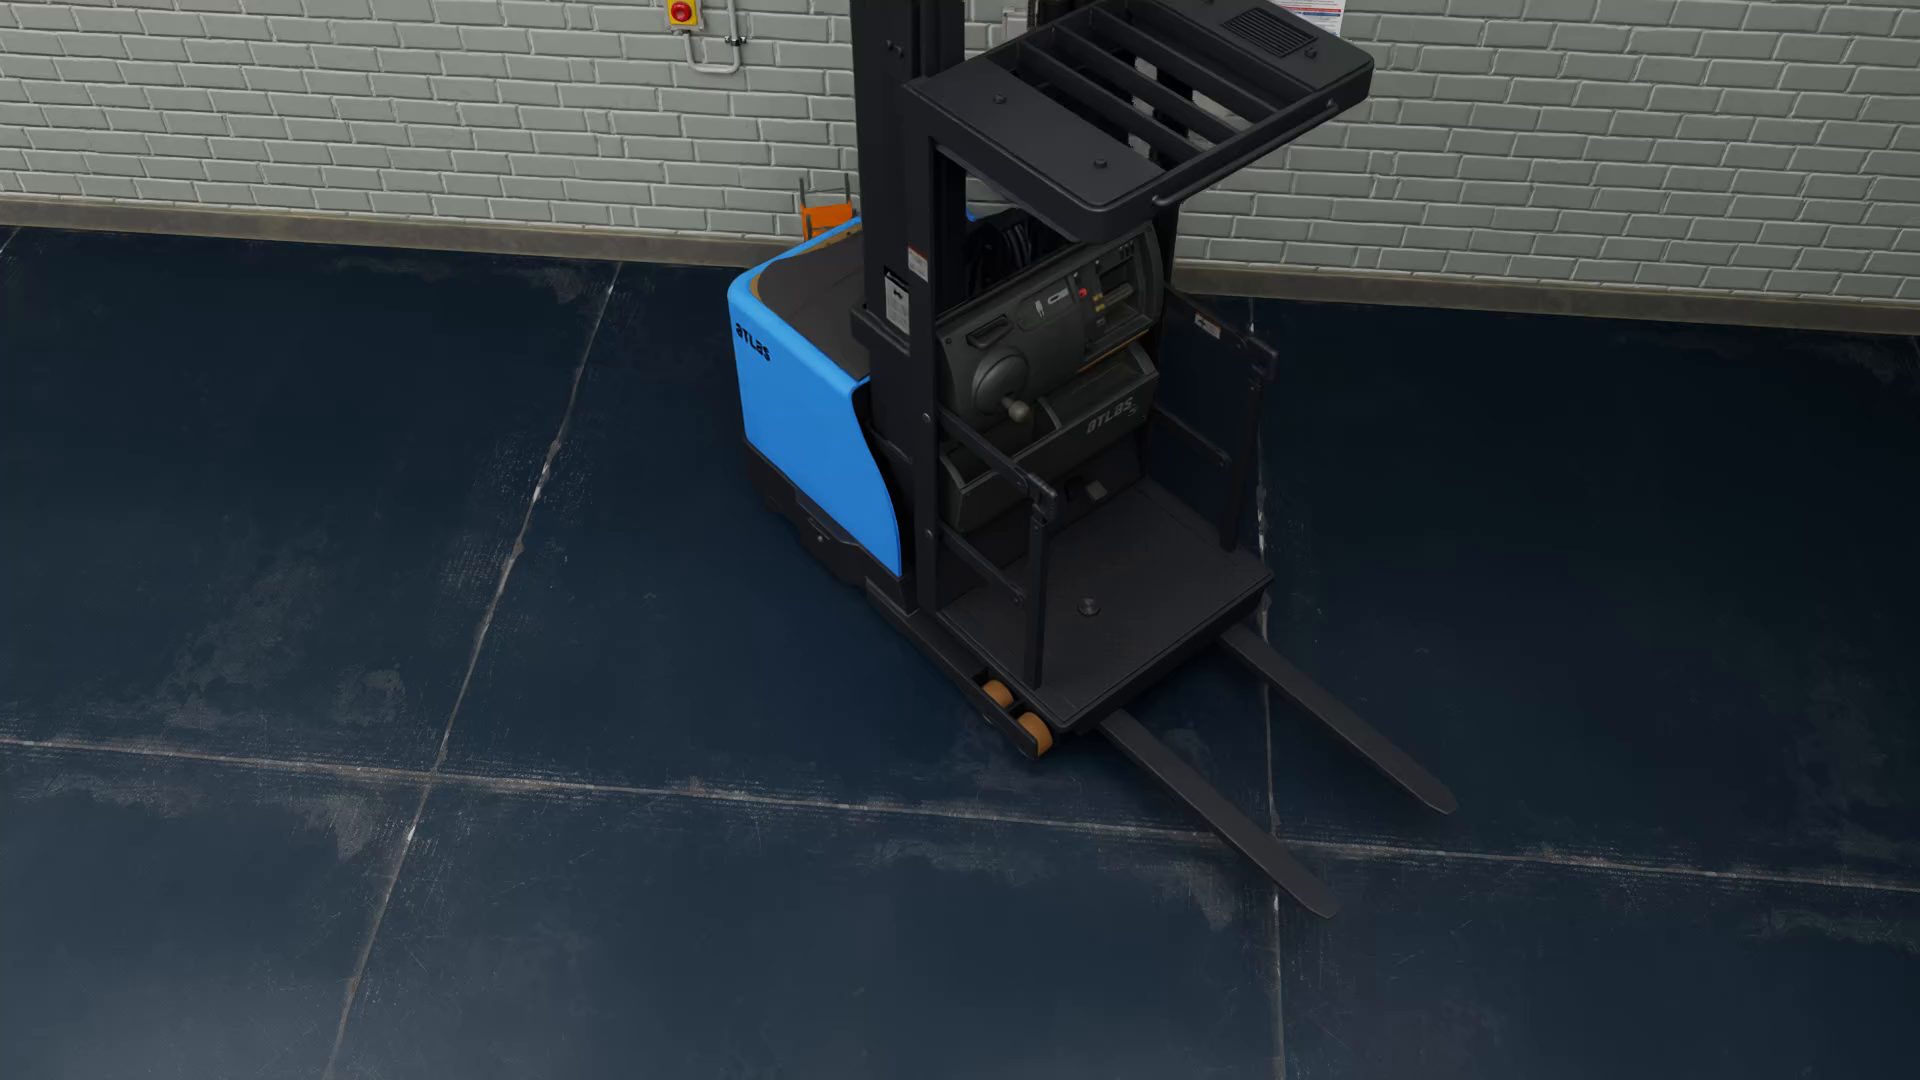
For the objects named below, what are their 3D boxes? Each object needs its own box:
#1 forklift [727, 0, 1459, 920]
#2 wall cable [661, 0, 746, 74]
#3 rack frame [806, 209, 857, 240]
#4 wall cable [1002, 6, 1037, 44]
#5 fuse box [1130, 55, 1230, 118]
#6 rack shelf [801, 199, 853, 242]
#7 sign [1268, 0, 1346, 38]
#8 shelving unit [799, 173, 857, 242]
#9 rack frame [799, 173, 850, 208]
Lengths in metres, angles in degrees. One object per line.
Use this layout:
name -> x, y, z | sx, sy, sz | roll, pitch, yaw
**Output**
forklift -> 0.454, -0.629, 5.339 | 1.130, 2.935, 3.031 | -32, 55, -26
wall cable -> -1.203, -2.653, 6.434 | 0.585, 1.953, 0.123 | 4, 48, 4
rack frame -> -0.499, -0.927, 6.886 | 0.200, 1.050, 0.008 | -8, 48, -7
wall cable -> 0.211, -2.556, 6.366 | 0.588, 1.984, 0.122 | 4, 48, 4
fuse box -> 0.876, -1.617, 7.069 | 0.539, 1.711, 0.414 | 4, 48, 4
rack shelf -> -0.522, -1.200, 6.765 | 0.215, 0.259, 0.240 | -8, 48, -7
sign -> 1.386, -2.138, 6.737 | 0.329, 0.494, 0.001 | 4, 48, 4
shelving unit -> -0.520, -1.016, 6.967 | 0.215, 1.050, 0.252 | -8, 48, -7
rack frame -> -0.542, -1.105, 7.048 | 0.200, 1.050, 0.008 | -8, 48, -7
